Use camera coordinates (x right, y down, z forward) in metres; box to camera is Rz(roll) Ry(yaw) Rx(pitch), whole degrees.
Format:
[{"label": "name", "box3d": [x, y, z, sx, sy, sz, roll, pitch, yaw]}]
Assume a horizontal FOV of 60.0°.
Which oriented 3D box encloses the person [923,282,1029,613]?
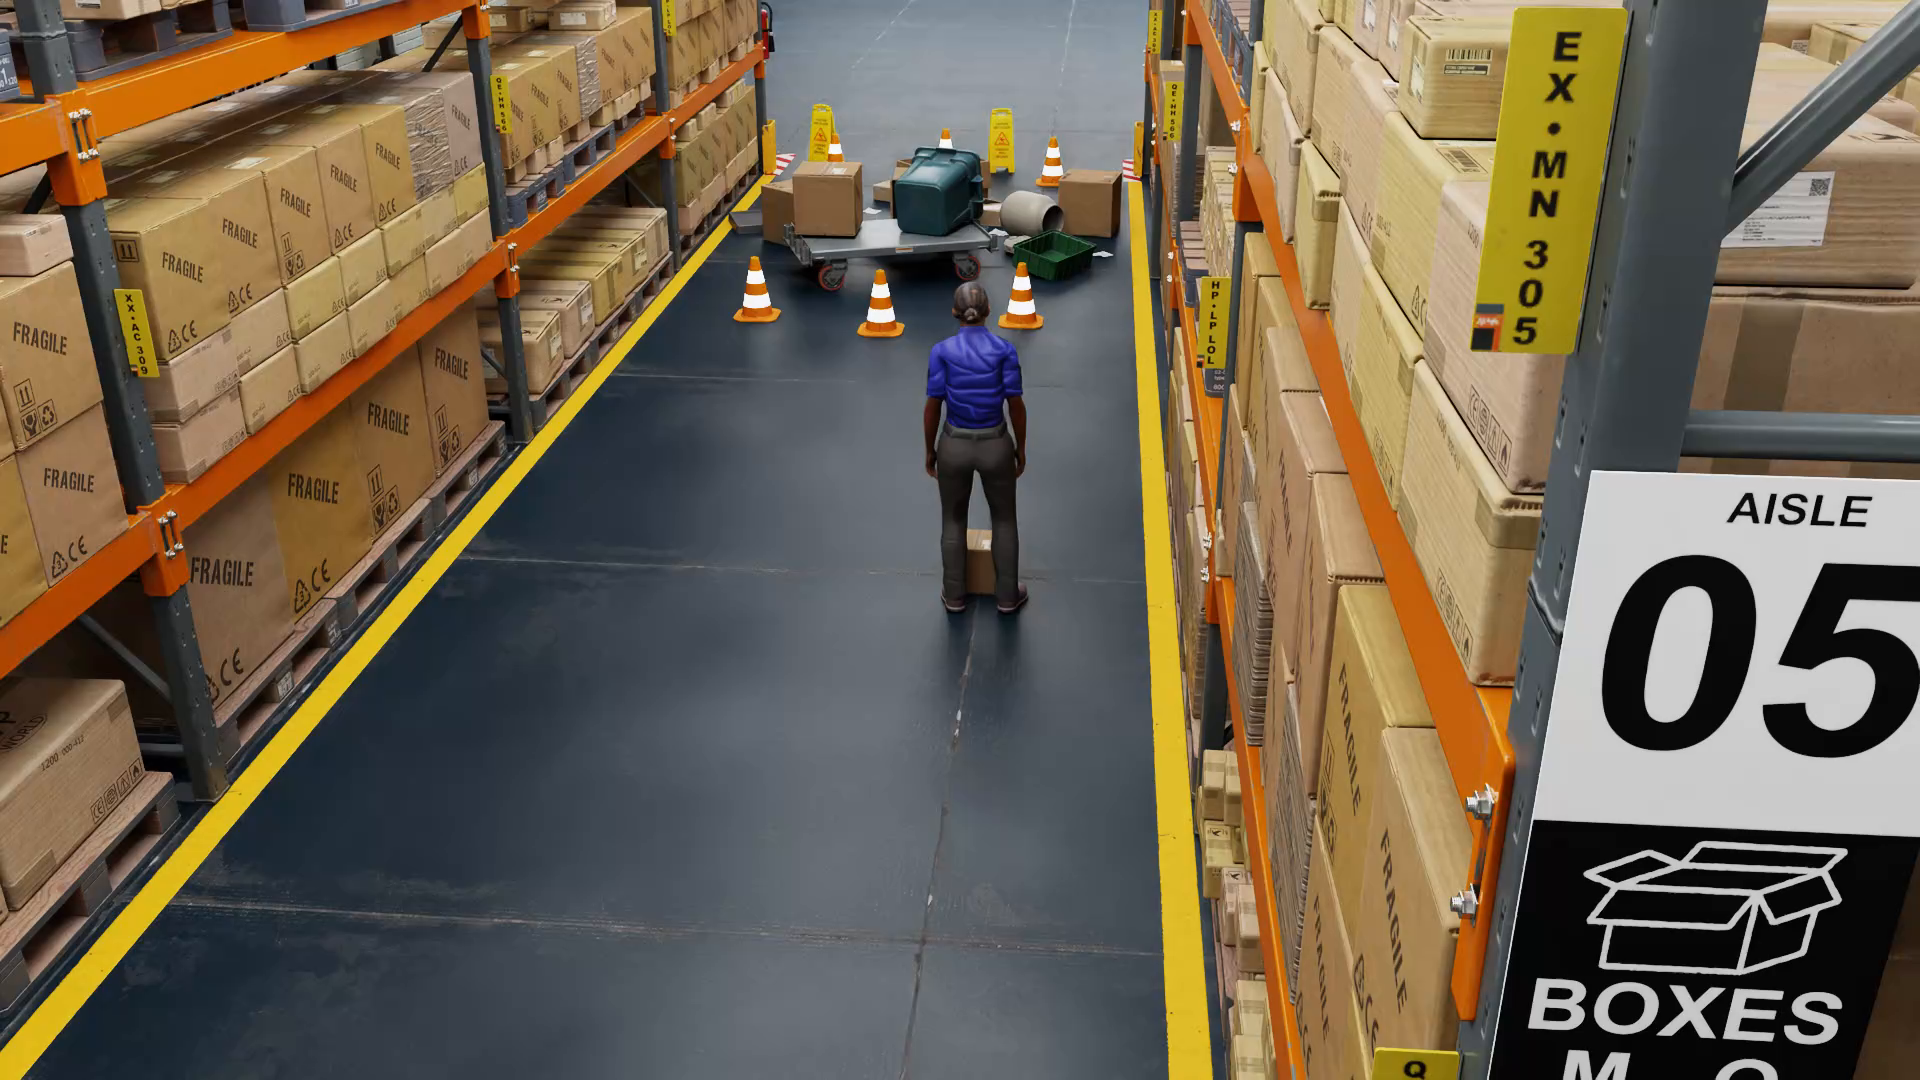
[{"label": "person", "box3d": [0.086, -0.428, 8.044, 0.521, 1.653, 0.348, 1, 25, 1]}]
